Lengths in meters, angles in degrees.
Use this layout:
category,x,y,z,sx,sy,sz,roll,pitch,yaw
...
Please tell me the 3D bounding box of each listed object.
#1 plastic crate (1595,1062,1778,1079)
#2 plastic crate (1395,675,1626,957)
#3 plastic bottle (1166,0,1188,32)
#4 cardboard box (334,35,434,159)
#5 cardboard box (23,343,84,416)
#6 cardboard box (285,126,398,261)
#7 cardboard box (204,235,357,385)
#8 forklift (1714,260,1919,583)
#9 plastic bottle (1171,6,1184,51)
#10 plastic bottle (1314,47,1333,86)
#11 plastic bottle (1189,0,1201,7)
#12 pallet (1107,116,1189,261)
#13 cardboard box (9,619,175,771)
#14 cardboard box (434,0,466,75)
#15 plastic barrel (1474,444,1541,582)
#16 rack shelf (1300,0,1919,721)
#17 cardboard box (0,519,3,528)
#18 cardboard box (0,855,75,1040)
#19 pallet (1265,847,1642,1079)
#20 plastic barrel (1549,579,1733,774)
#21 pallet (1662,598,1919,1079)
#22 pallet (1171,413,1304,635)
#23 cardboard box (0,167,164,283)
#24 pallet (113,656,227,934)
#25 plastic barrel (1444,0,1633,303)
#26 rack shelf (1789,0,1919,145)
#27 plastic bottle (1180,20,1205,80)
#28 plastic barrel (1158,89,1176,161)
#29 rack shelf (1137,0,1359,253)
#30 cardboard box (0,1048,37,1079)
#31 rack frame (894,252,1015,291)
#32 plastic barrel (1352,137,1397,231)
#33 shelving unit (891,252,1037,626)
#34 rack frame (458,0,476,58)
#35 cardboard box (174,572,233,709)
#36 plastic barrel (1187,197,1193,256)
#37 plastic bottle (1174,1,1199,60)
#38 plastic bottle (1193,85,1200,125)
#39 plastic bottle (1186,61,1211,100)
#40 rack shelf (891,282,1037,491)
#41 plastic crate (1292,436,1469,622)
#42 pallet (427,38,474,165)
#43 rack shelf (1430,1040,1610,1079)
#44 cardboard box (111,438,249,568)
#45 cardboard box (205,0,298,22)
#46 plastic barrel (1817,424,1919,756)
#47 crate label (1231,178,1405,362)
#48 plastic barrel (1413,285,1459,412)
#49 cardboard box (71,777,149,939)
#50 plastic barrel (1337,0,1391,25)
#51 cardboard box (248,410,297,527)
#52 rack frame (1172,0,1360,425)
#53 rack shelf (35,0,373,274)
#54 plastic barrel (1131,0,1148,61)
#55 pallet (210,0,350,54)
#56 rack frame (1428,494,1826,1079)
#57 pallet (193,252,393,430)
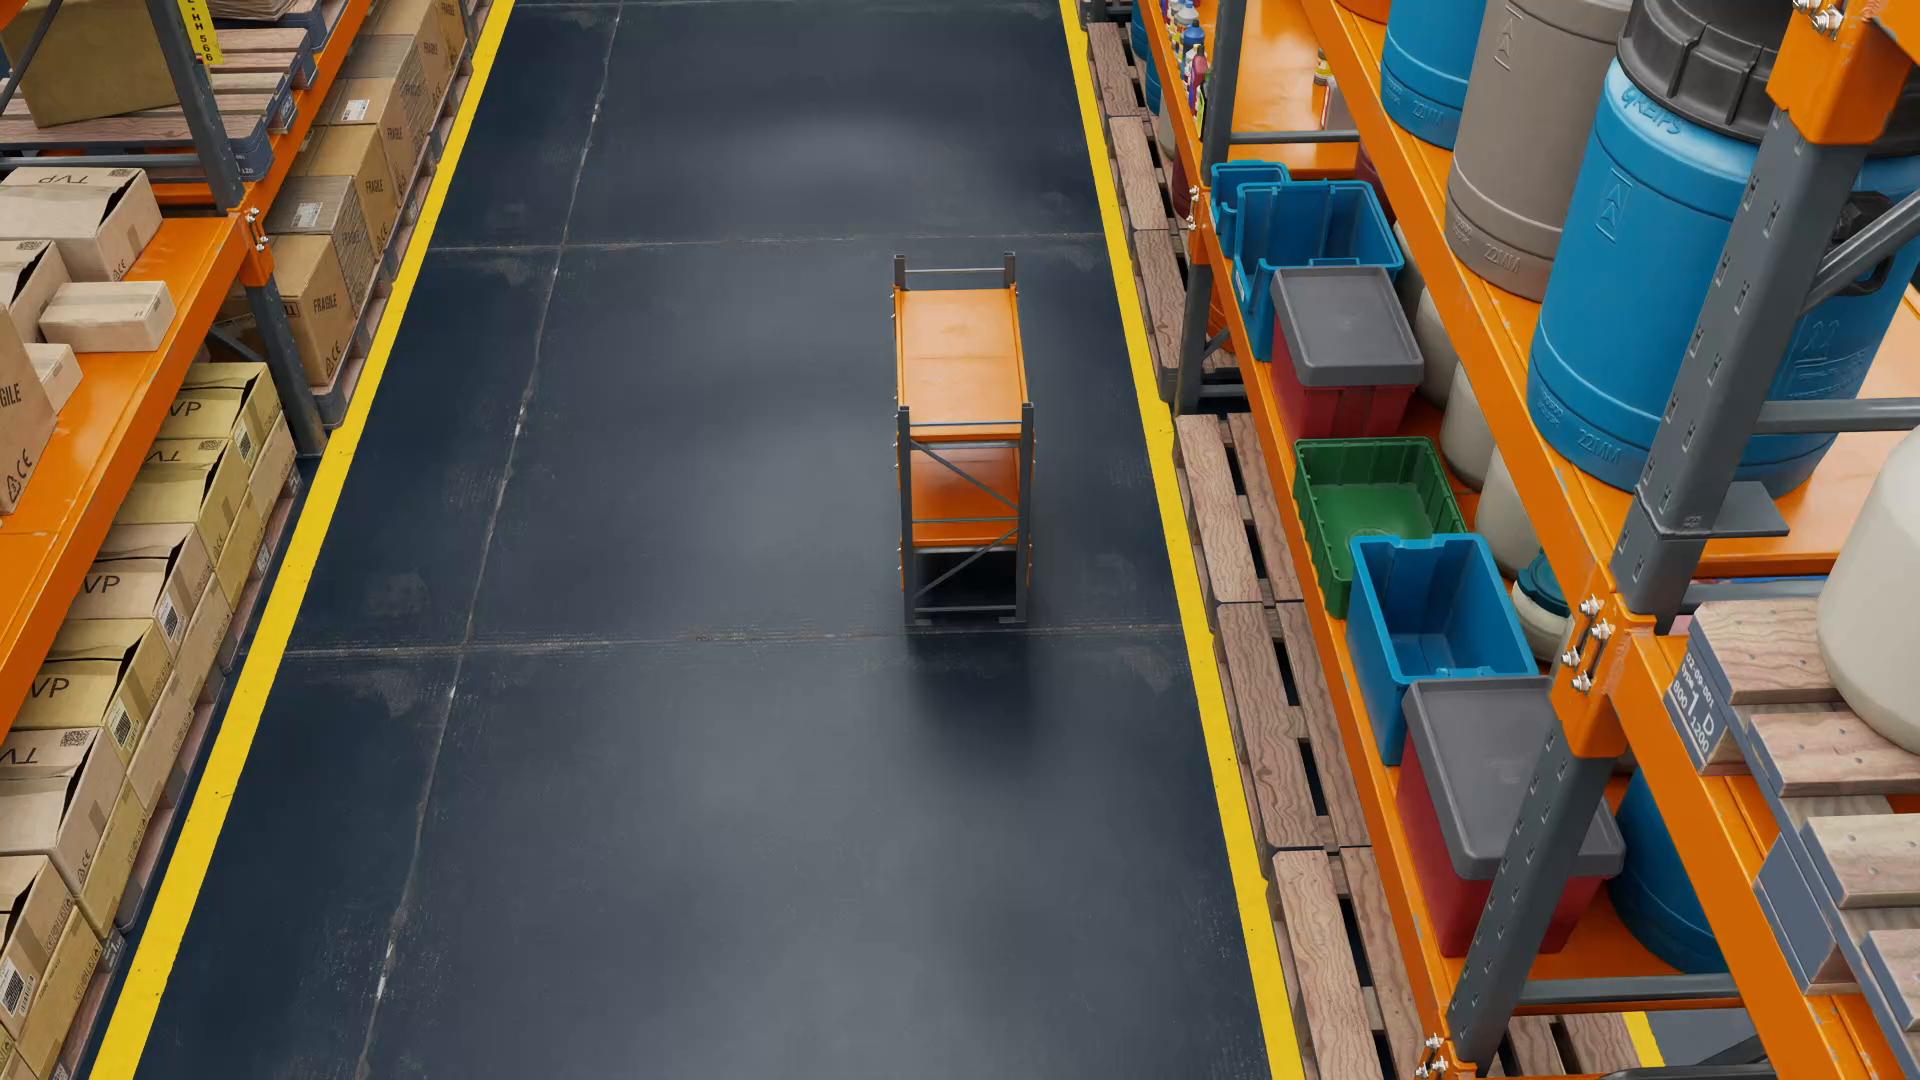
category,x,y,z,sx,sy,sz,roll,pitch,yaw
plastic crate,1.572,1.429,3.517,0.767,0.338,0.504,-2,43,-2
plastic crate,1.351,0.708,4.211,0.402,0.464,0.583,-2,43,-2
plastic bottle,1.039,-2.533,7.941,0.097,0.201,0.097,0,43,0
cardboard box,-3.271,-2.455,9.233,0.500,0.500,0.500,-1,43,-1
cardboard box,-3.331,-0.560,5.827,0.380,0.149,0.250,1,43,1
cardboard box,-3.220,-1.760,8.474,0.500,0.500,0.500,-2,43,-2
cardboard box,-3.176,-1.068,7.719,0.500,0.500,0.500,0,43,0
forklift,3.108,-1.388,6.596,1.130,2.935,3.031,-1,43,-2
plastic bottle,1.047,-2.402,7.797,0.097,0.201,0.097,0,43,0
plastic bottle,1.668,-2.176,7.551,0.097,0.201,0.097,0,43,0
plastic bottle,1.152,-2.770,8.138,0.061,0.283,0.133,-2,43,-2
pallet,1.383,-1.976,9.249,1.003,0.211,1.213,-2,43,-2
cardboard box,-3.107,0.517,5.775,0.500,0.311,0.500,-1,43,-1
cardboard box,-3.304,-3.128,9.967,0.500,0.500,0.500,-2,43,-2
plastic barrel,1.825,-0.148,5.091,0.433,0.535,0.433,0,43,0
rack shelf,1.592,-1.142,4.588,1.077,0.370,4.000,-2,43,-2
cardboard box,-3.332,-0.061,5.022,0.500,0.500,0.500,-2,43,-2
cardboard box,-3.057,1.217,5.012,0.500,0.311,0.500,-2,43,-2
pallet,1.605,1.548,5.405,1.003,0.211,1.213,-2,43,-2
plastic barrel,1.856,0.347,4.551,0.433,0.535,0.433,0,43,0
pallet,1.805,0.497,2.407,1.213,0.211,1.003,-2,43,-2
pallet,1.501,-0.099,7.202,1.003,0.211,1.213,-2,43,-2
cardboard box,-3.470,-1.232,6.440,0.500,0.311,0.500,1,43,1
pallet,-3.397,0.895,6.117,1.003,0.211,1.213,-2,43,-2
plastic barrel,1.411,-1.020,3.552,0.600,0.901,0.600,0,43,0
rack shelf,1.762,0.601,0.764,1.077,0.370,4.000,-2,43,-2
plastic bottle,1.059,-2.230,7.558,0.097,0.271,0.097,0,43,0
plastic barrel,1.308,-2.360,9.135,0.421,0.512,0.421,0,43,0
rack shelf,1.422,-2.736,8.548,1.077,0.370,4.000,-2,43,-2
cardboard box,-3.041,1.768,4.825,0.500,0.250,0.500,-3,43,-3
rack frame,-0.022,-0.762,7.249,0.500,1.125,0.032,-2,43,-2
plastic barrel,1.830,-1.397,6.453,0.600,0.536,0.708,-2,43,-2
shelving unit,0.000,-0.419,6.875,0.538,1.125,1.048,-2,43,-2
rack frame,-3.612,-4.212,9.625,1.000,3.000,0.127,-2,43,-2
cardboard box,-3.132,0.383,6.336,0.500,0.250,0.500,-1,43,-1
plastic barrel,1.356,-1.597,8.303,0.421,0.512,0.421,0,43,0
plastic bottle,1.051,-2.362,7.702,0.097,0.271,0.097,0,43,0
plastic bottle,1.077,-1.917,7.269,0.097,0.201,0.097,0,43,0
plastic bottle,1.067,-2.073,7.439,0.097,0.201,0.097,0,43,0
rack shelf,0.000,-0.635,6.677,0.538,0.278,1.000,-2,43,-2
plastic crate,1.321,-0.040,5.231,0.450,0.188,0.662,-2,43,-2
pallet,-3.539,-2.636,9.970,1.003,0.211,1.213,-2,43,-2
rack shelf,1.762,2.665,2.656,1.077,0.370,4.000,-2,43,-2
cardboard box,-3.145,-0.162,6.516,0.500,0.311,0.500,-2,43,-2
cardboard box,-3.429,-2.748,7.643,0.700,0.500,0.500,6,43,6
plastic barrel,1.499,0.044,2.369,0.421,0.512,0.421,0,43,0
crate label,1.279,-0.986,6.079,0.502,0.435,0.616,-2,43,-2
plastic barrel,1.782,-0.720,5.732,0.421,0.512,0.421,0,43,0
cardboard box,-3.087,1.073,5.583,0.500,0.250,0.500,-3,43,-3
plastic barrel,1.353,-1.913,4.579,0.600,0.830,0.708,-2,43,-2
cardboard box,-3.176,-0.305,7.086,0.500,0.250,0.500,-1,43,-1
rack frame,1.507,-1.651,6.831,1.000,3.000,0.127,-2,43,-2
rack shelf,-3.527,-2.597,8.395,1.077,0.370,4.000,-2,43,-2
plastic barrel,1.344,-3.365,9.943,0.600,0.901,0.708,-2,43,-2
pallet,-3.529,-2.754,8.176,1.003,0.211,1.213,-2,43,-2
rack frame,1.677,1.049,3.885,1.000,3.000,0.127,-2,43,-2
pallet,-3.436,-0.989,8.172,1.003,0.211,1.213,-2,43,-2
